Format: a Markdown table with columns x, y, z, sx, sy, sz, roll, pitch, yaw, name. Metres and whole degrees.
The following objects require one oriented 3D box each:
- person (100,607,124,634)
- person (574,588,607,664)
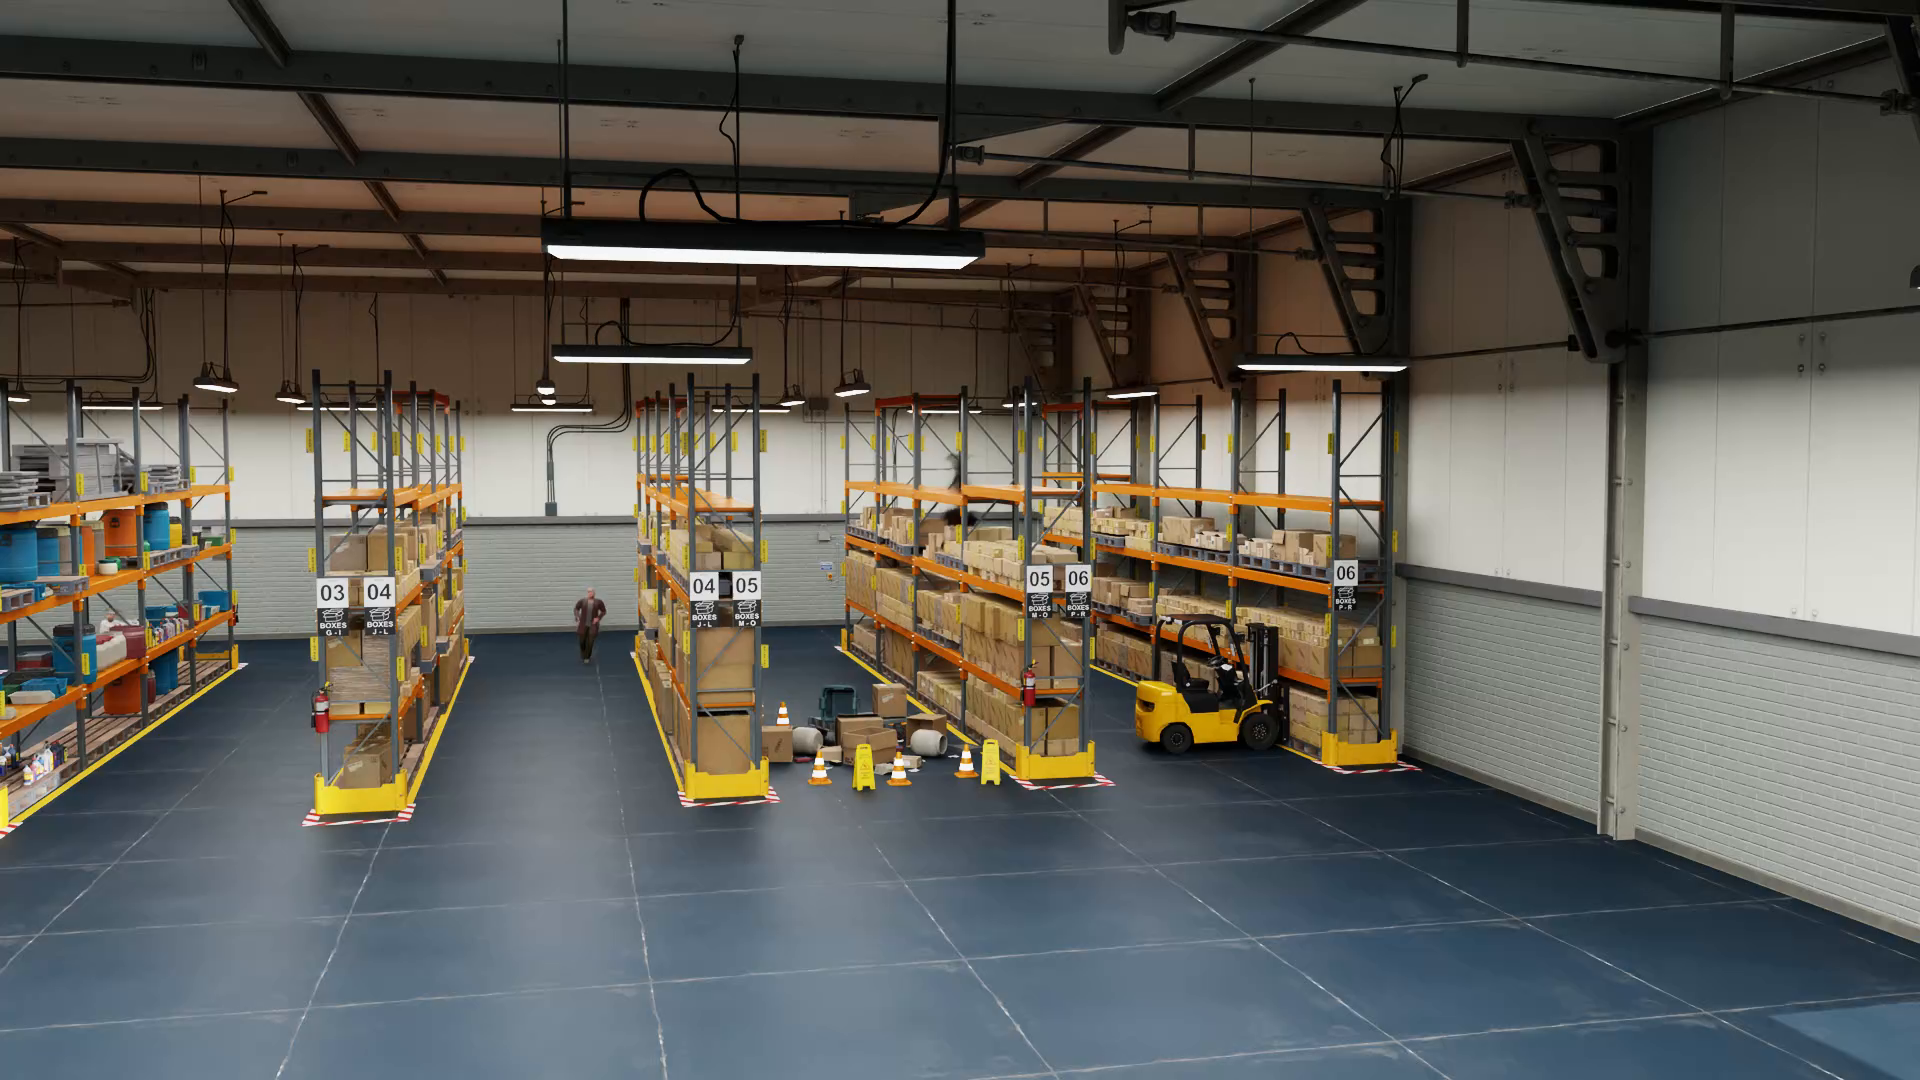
| x | y | z | sx | sy | sz | roll | pitch | yaw | name |
| --- | --- | --- | --- | --- | --- | --- | --- | --- | --- |
| -17.267 | 2.228 | 33.905 | 0.547 | 1.738 | 0.848 | -1 | 3 | -16 | person |
| -8.458 | 1.949 | 38.032 | 0.737 | 1.734 | 0.616 | 0 | 3 | -7 | person |
